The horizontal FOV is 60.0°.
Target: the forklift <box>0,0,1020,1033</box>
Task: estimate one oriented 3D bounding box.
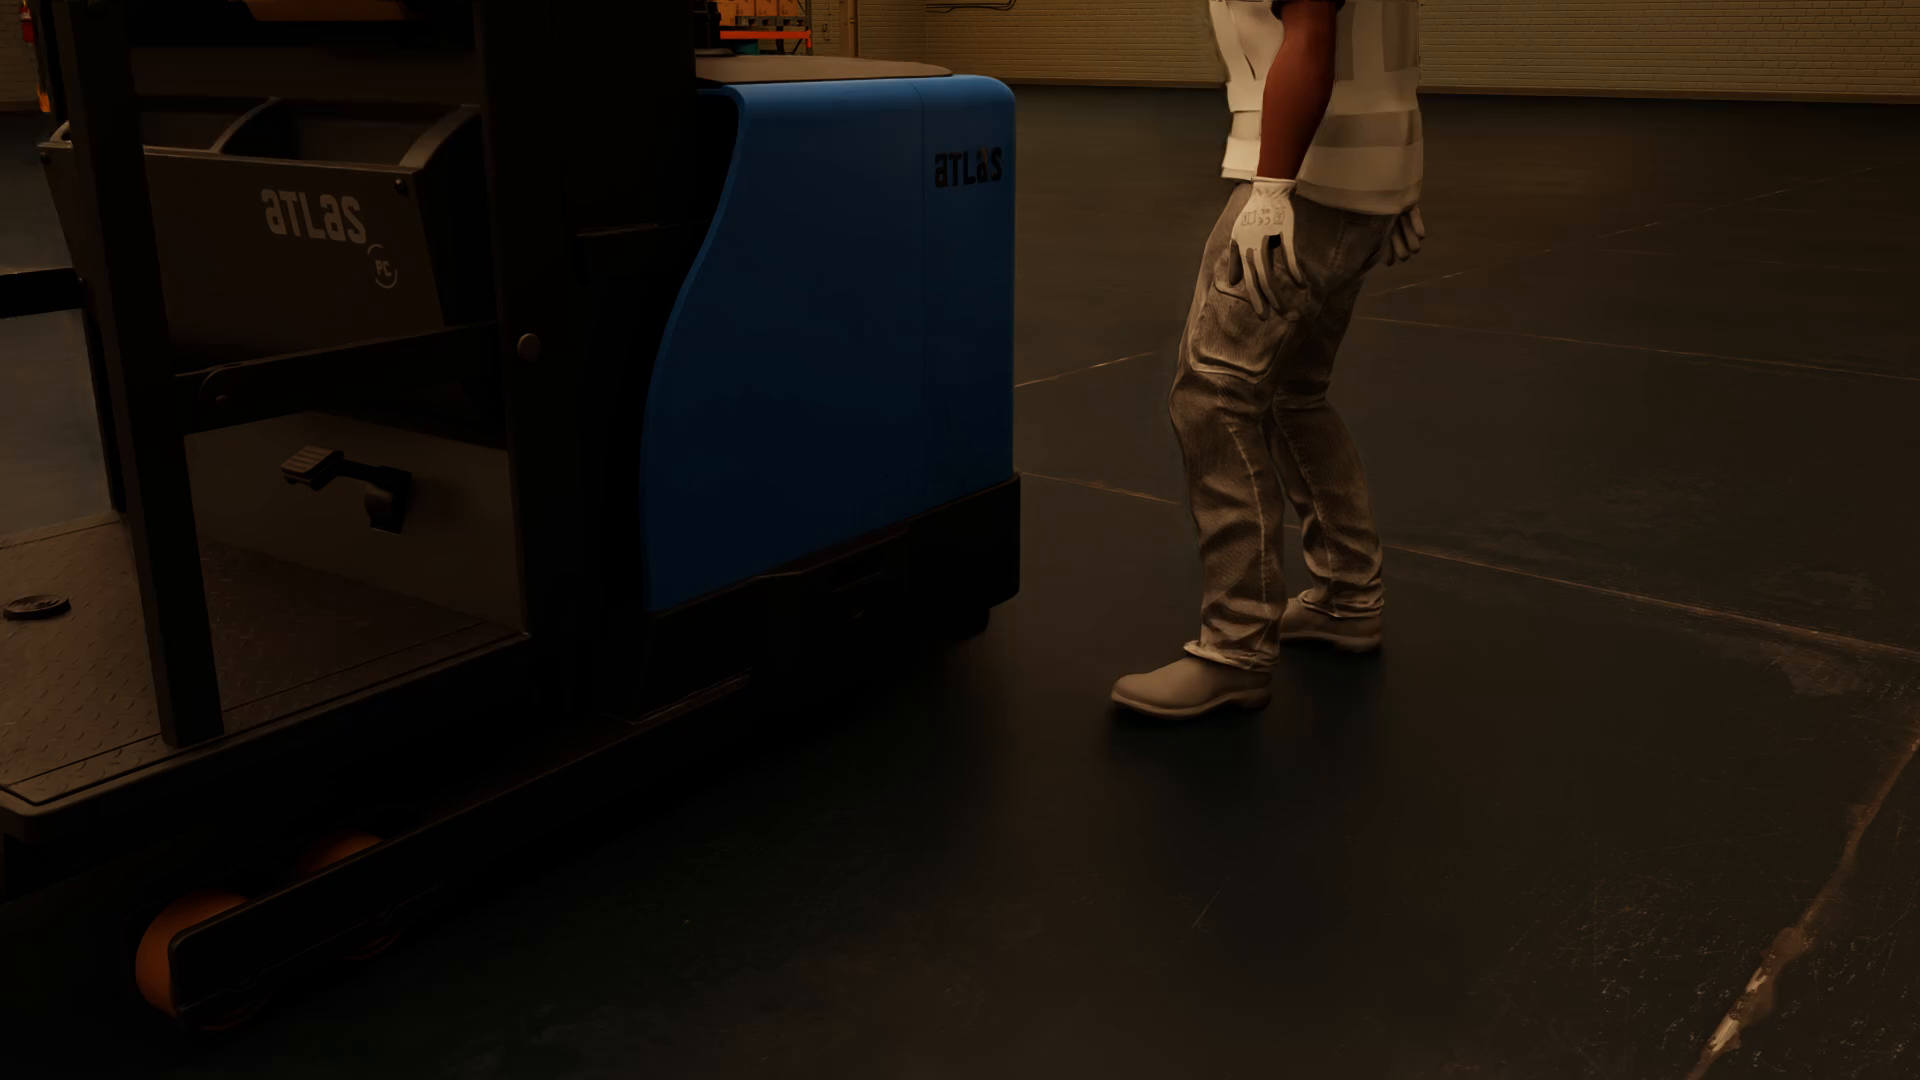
[{"bbox_3d":[-1.143,-0.972,2.098,1.130,2.935,3.031,12,20,34],"label":"forklift"}]

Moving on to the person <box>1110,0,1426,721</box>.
[{"bbox_3d":[0.583,-0.615,2.971,0.440,1.746,0.877,8,18,24],"label":"person"}]
